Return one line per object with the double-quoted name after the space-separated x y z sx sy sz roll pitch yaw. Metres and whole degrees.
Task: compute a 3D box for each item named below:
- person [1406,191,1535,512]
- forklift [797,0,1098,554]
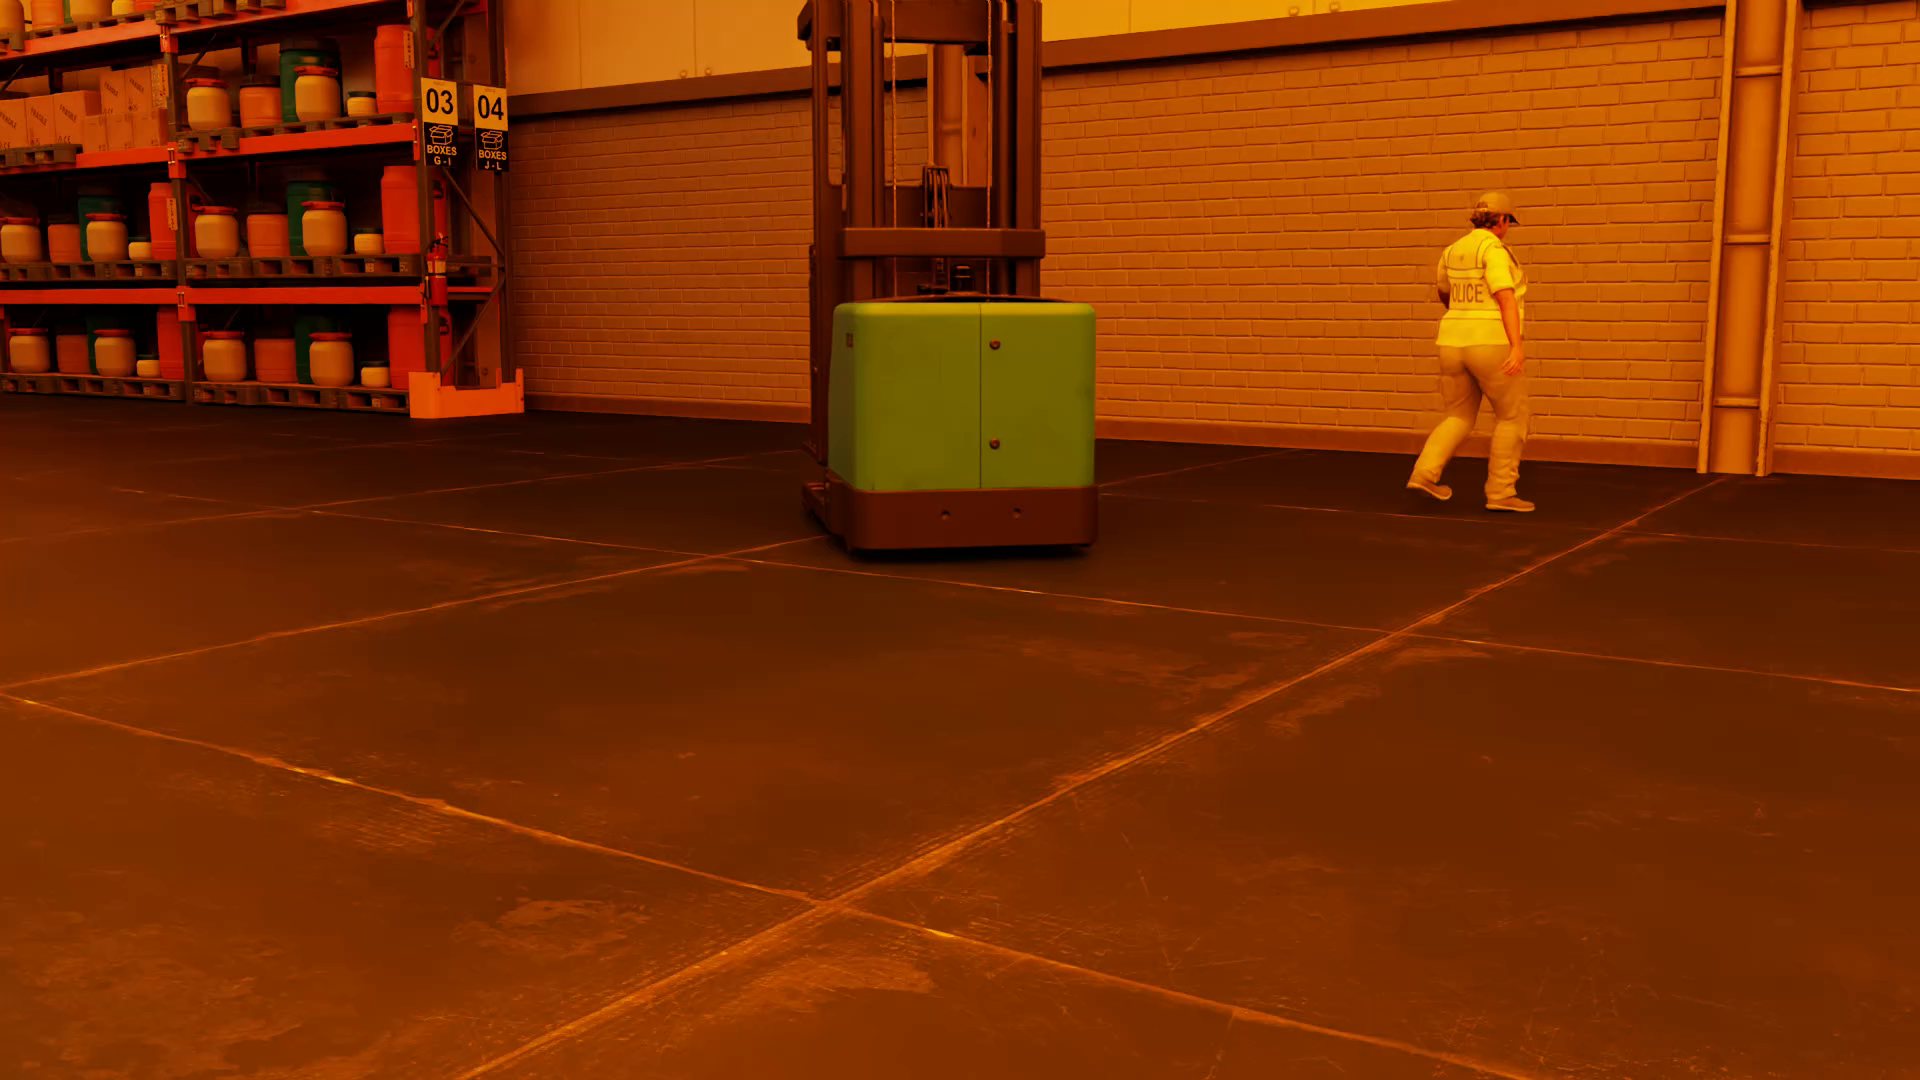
2.700 -0.960 8.570 0.689 1.646 0.829 -4 9 -26 "person"
-0.202 -1.561 8.171 1.130 2.935 3.031 -2 8 -11 "forklift"
